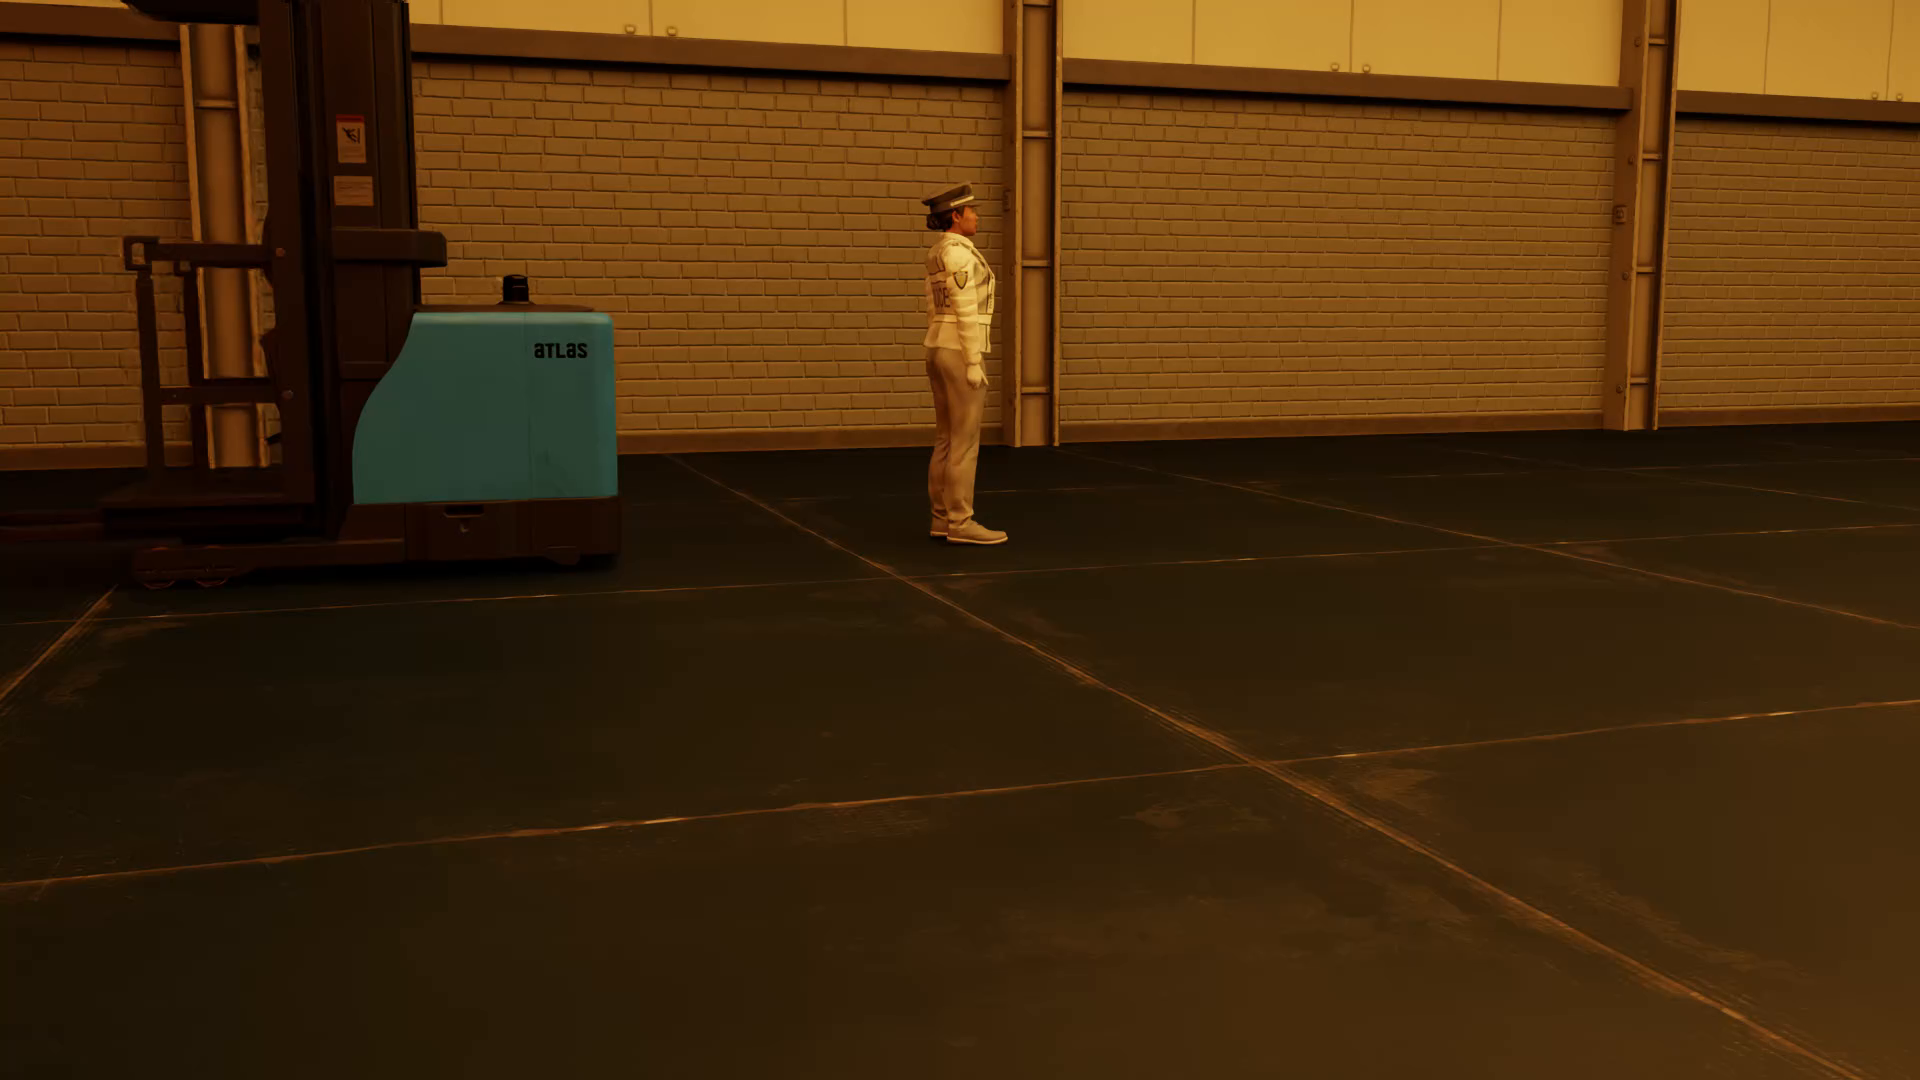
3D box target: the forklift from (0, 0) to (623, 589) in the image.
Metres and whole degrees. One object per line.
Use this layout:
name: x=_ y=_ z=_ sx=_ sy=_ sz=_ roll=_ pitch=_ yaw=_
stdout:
forklift: x=-3.006 y=-1.338 z=6.888 sx=3.031 sy=2.935 sz=1.130 roll=-2 pitch=8 yaw=-15

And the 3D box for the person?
person: x=-0.002 y=-0.837 z=7.816 sx=0.354 sy=1.694 sz=0.461 roll=-3 pitch=8 yaw=-18
